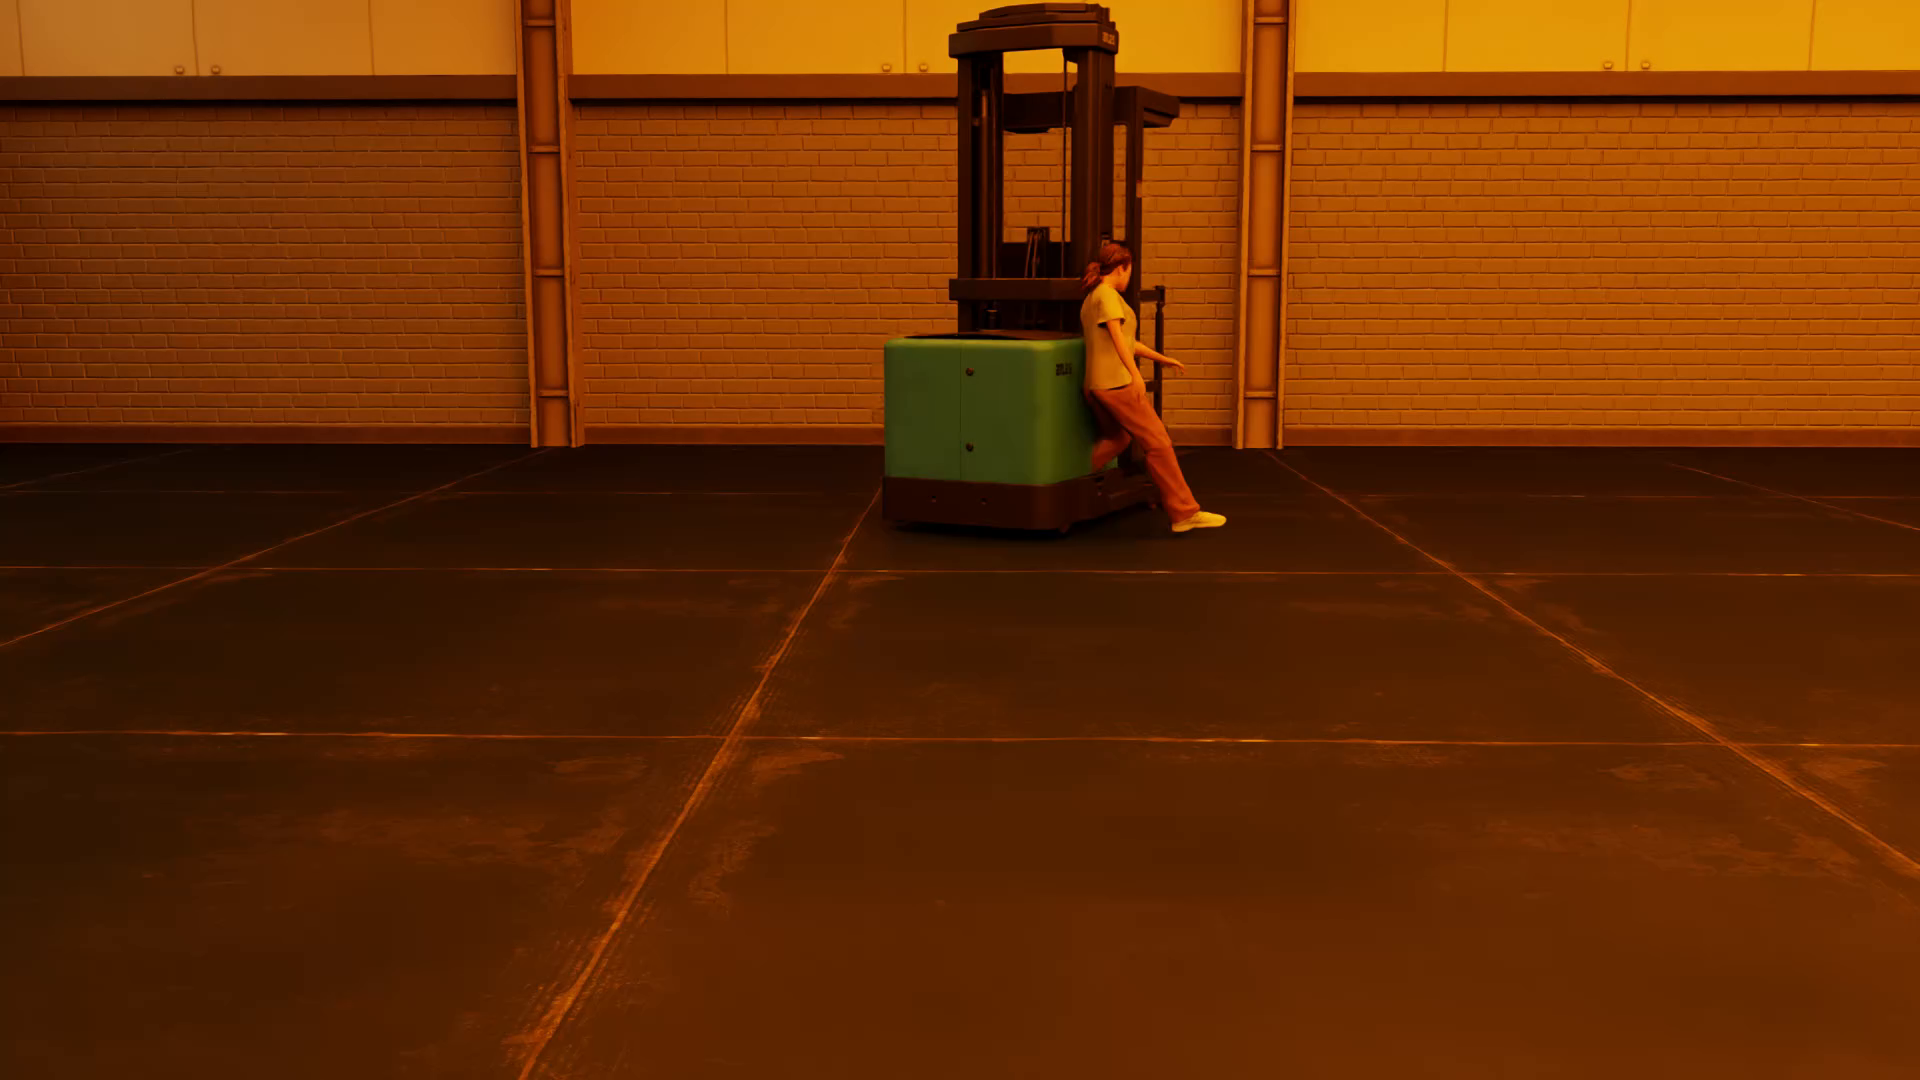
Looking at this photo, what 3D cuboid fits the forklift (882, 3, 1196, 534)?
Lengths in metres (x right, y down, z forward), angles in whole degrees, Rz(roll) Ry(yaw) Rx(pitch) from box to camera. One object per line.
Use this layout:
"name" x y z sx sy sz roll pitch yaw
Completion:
"forklift" 0.671 -1.665 10.195 1.130 2.935 3.031 4 10 26

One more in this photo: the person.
"person" 0.975 -0.845 9.167 0.857 1.564 0.764 -2 9 -15
